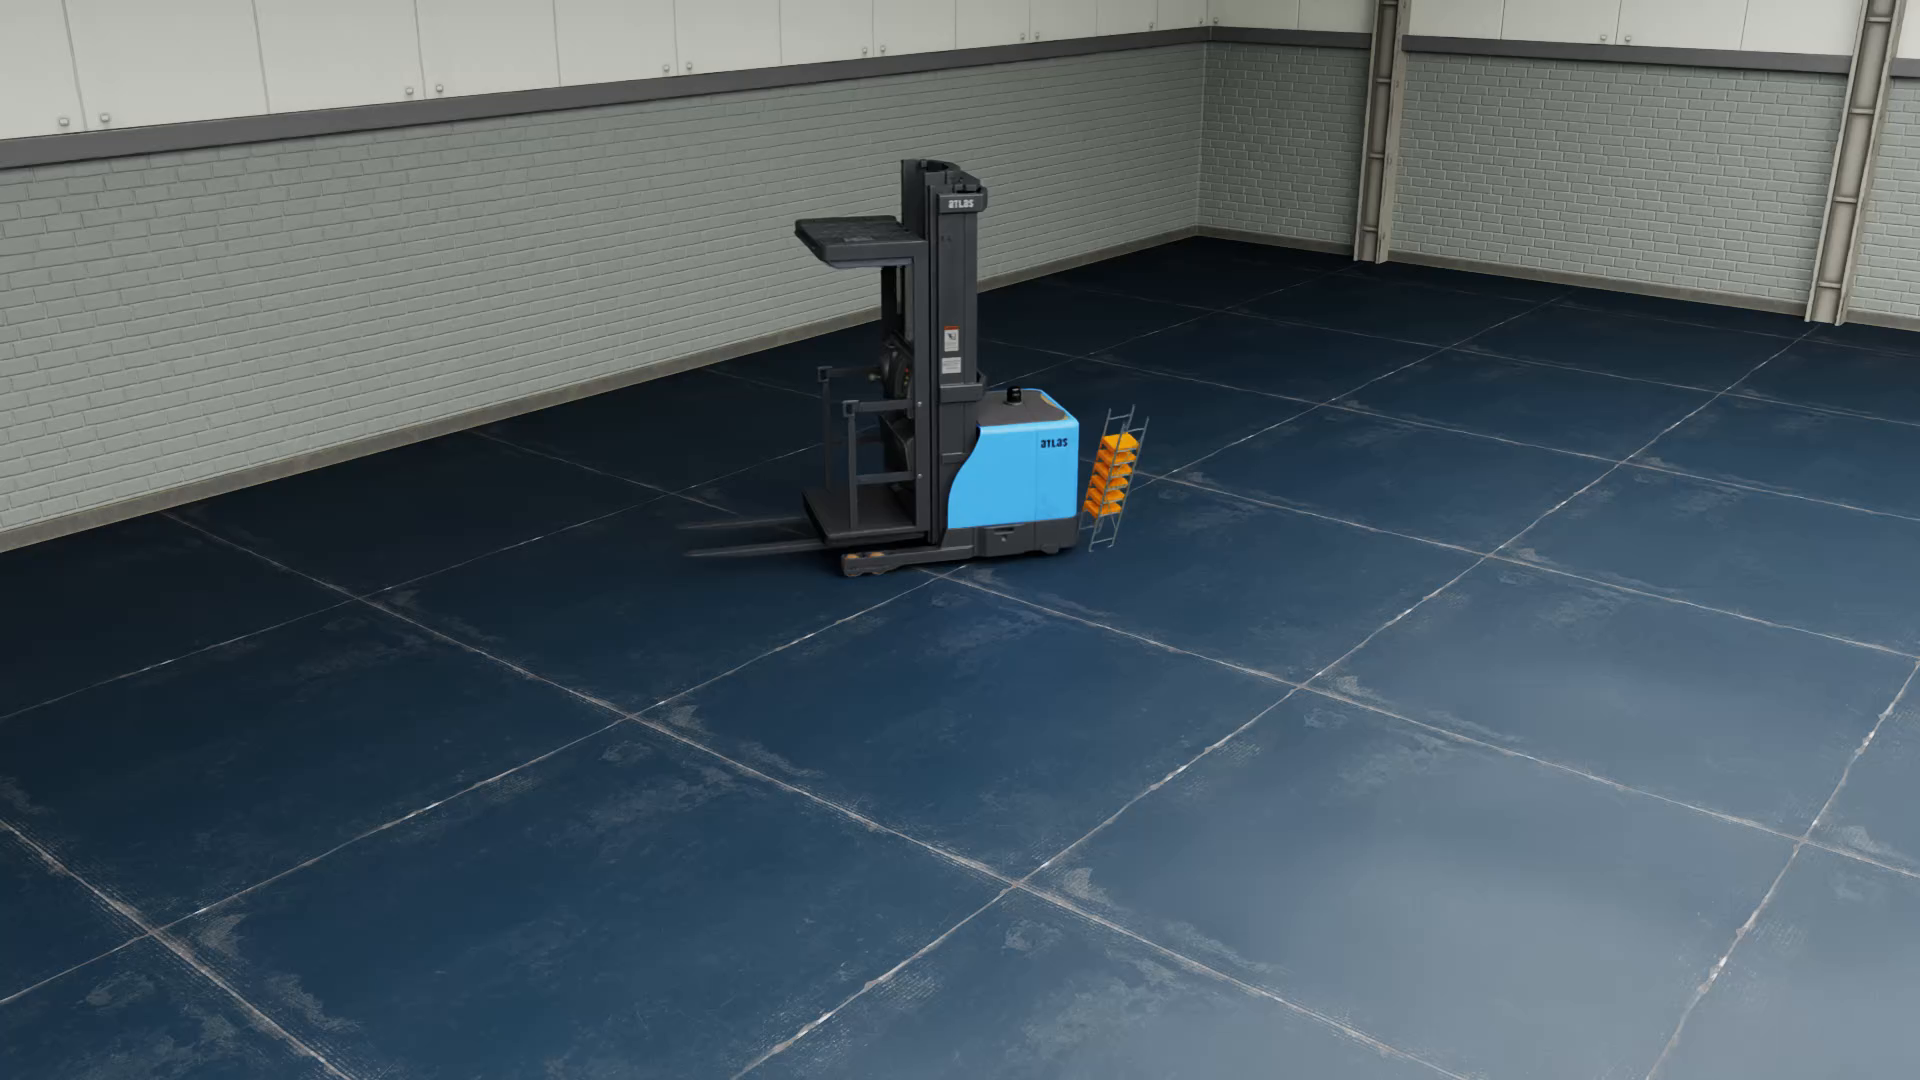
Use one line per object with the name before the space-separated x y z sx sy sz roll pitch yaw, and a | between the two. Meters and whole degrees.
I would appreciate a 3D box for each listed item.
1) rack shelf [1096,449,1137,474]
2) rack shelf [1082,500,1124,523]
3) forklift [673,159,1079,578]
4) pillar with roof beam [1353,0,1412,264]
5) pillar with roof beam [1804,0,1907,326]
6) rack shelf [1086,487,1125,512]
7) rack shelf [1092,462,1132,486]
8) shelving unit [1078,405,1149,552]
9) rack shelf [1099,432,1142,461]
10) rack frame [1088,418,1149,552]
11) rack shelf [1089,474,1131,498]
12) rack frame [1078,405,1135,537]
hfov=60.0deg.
rack shelf | 1.186 -0.613 12.568 0.258 0.103 0.180 -12 42 -29
rack shelf | 1.105 -0.234 12.851 0.258 0.103 0.180 -12 42 -29
forklift | -0.662 -1.297 12.455 3.031 2.935 1.130 -5 21 -14
pillar with roof beam | 3.149 -7.034 19.068 0.400 9.000 9.100 16 26 36
pillar with roof beam | 7.798 -5.696 15.518 0.400 9.000 9.100 16 26 36
rack shelf | 1.125 -0.329 12.780 0.258 0.103 0.180 -12 42 -29
rack shelf | 1.165 -0.518 12.639 0.258 0.103 0.180 -12 42 -29
shelving unit | 1.153 -0.459 12.683 0.258 1.200 0.189 -12 42 -29
rack shelf | 1.206 -0.708 12.497 0.258 0.103 0.180 -12 42 -29
rack frame | 1.198 -0.405 12.624 0.240 1.200 0.006 -12 42 -29
rack shelf | 1.145 -0.424 12.709 0.258 0.103 0.180 -12 42 -29
rack frame | 1.108 -0.512 12.742 0.240 1.200 0.006 -12 42 -29
